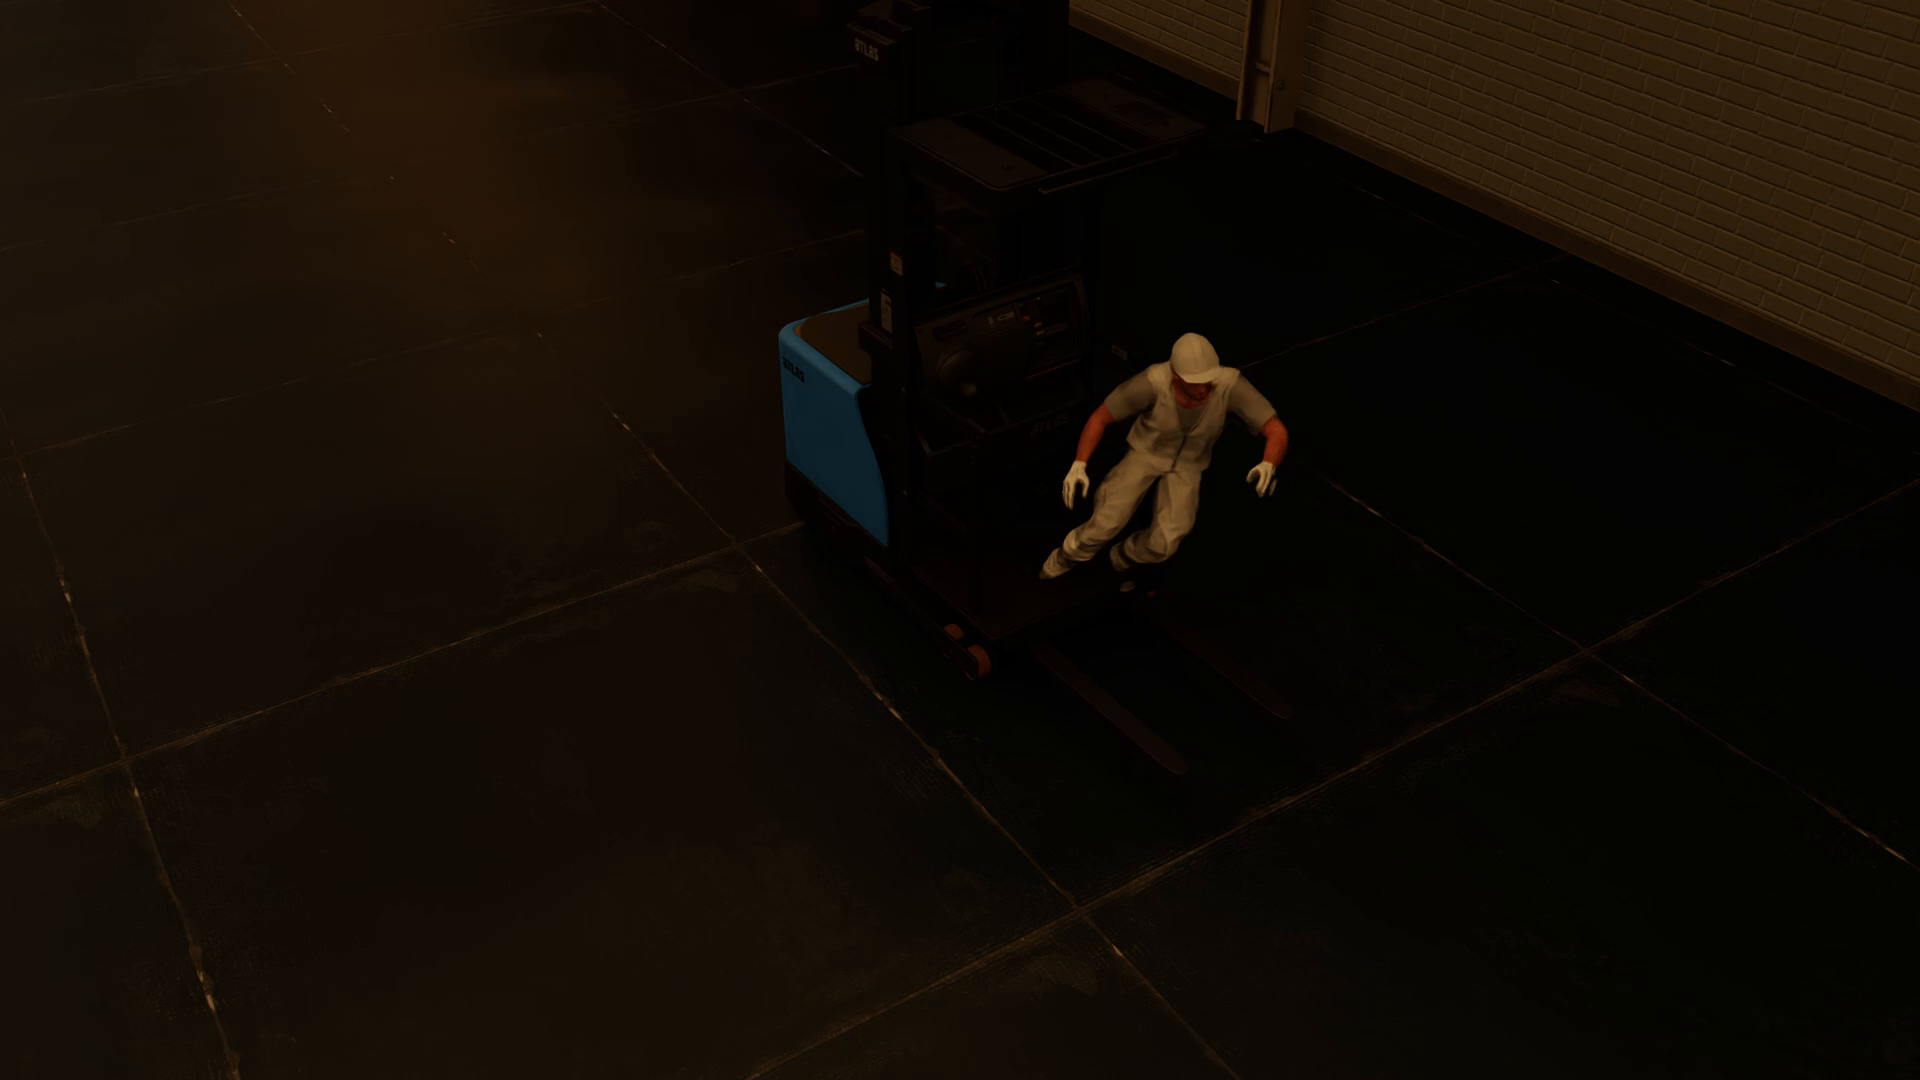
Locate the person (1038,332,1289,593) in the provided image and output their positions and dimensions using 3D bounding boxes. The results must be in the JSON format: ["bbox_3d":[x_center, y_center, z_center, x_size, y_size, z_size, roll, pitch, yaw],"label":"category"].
[{"bbox_3d":[0.858,-0.267,7.376,1.123,1.432,0.930,-1,35,-1],"label":"person"}]

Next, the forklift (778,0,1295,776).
[{"bbox_3d":[0.322,-0.862,7.374,1.130,2.935,3.031,-22,41,-28],"label":"forklift"}]
